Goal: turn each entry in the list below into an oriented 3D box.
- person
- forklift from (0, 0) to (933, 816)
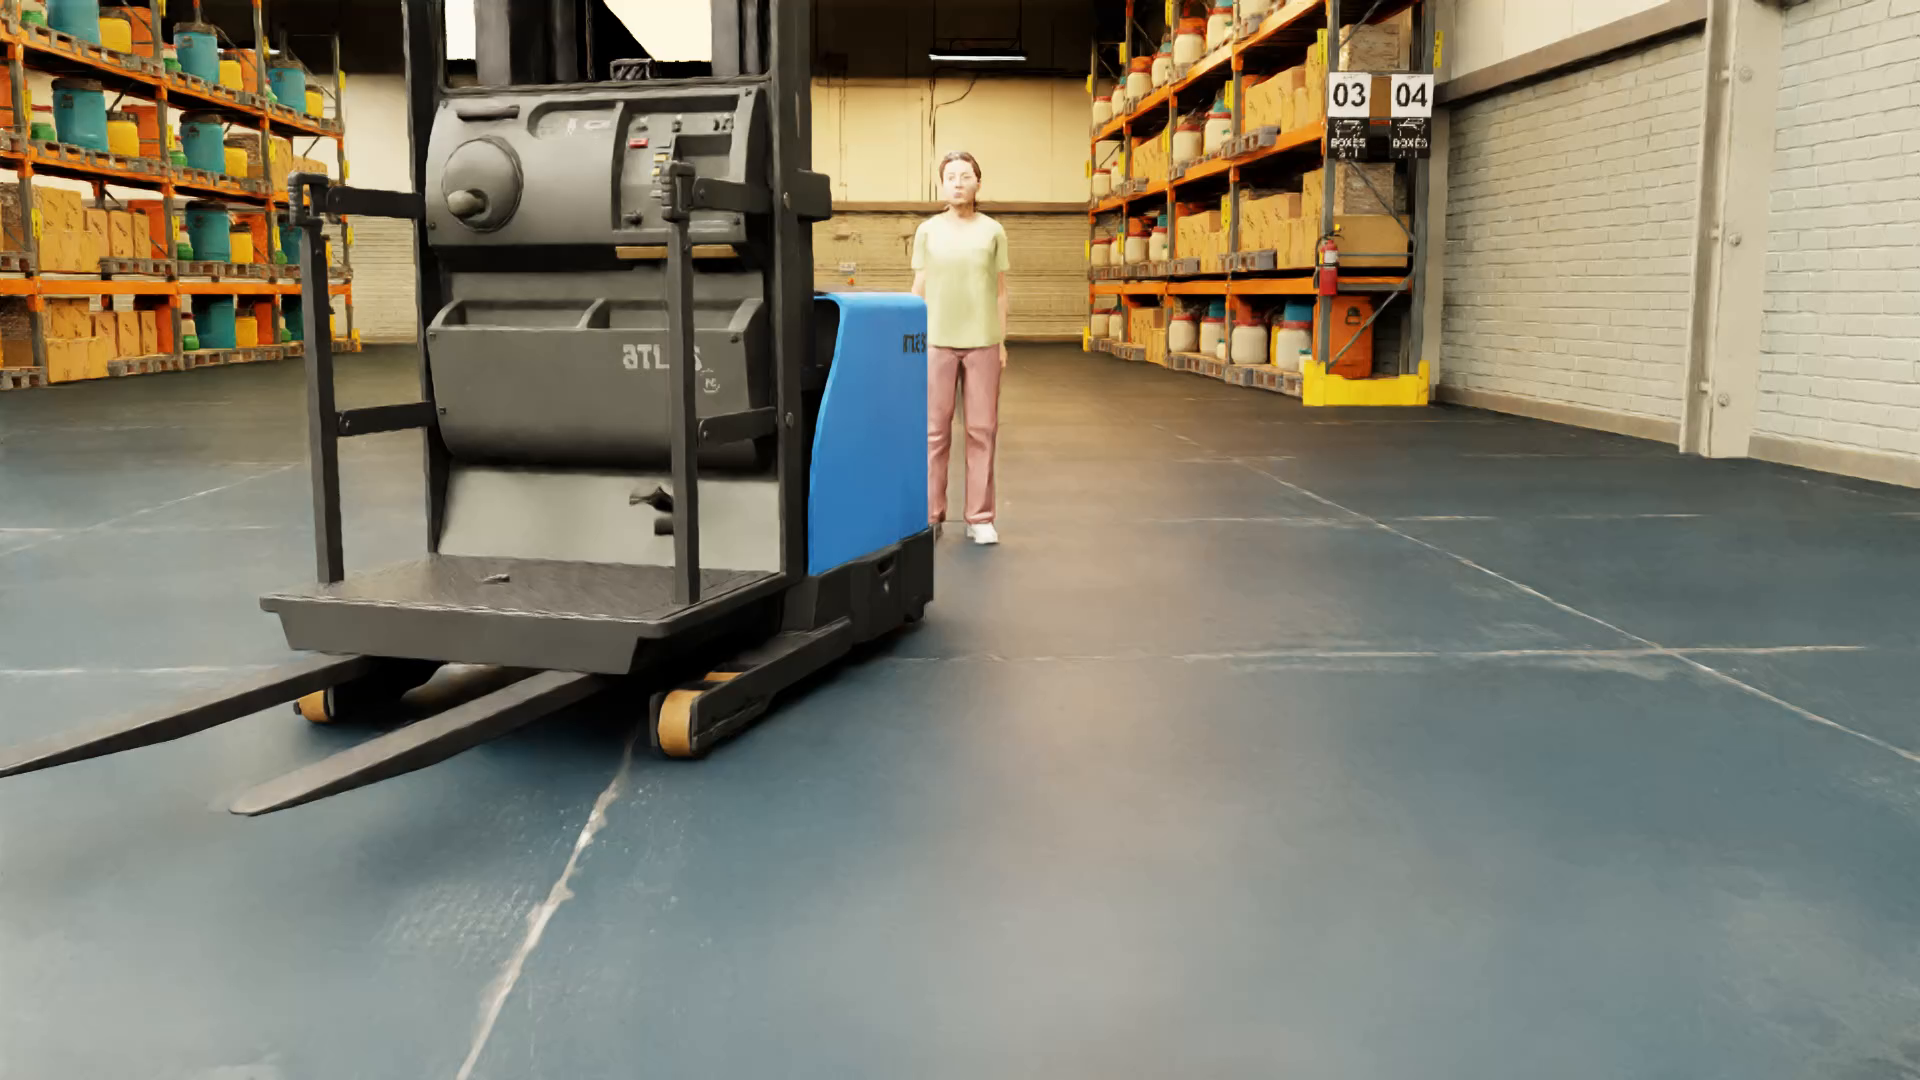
[{"bbox_3d":[0.003,-0.826,7.179,0.429,1.673,0.365,-1,8,-4],"label":"person"},{"bbox_3d":[-1.023,-1.005,4.098,1.130,2.935,3.031,3,9,18],"label":"forklift"}]
